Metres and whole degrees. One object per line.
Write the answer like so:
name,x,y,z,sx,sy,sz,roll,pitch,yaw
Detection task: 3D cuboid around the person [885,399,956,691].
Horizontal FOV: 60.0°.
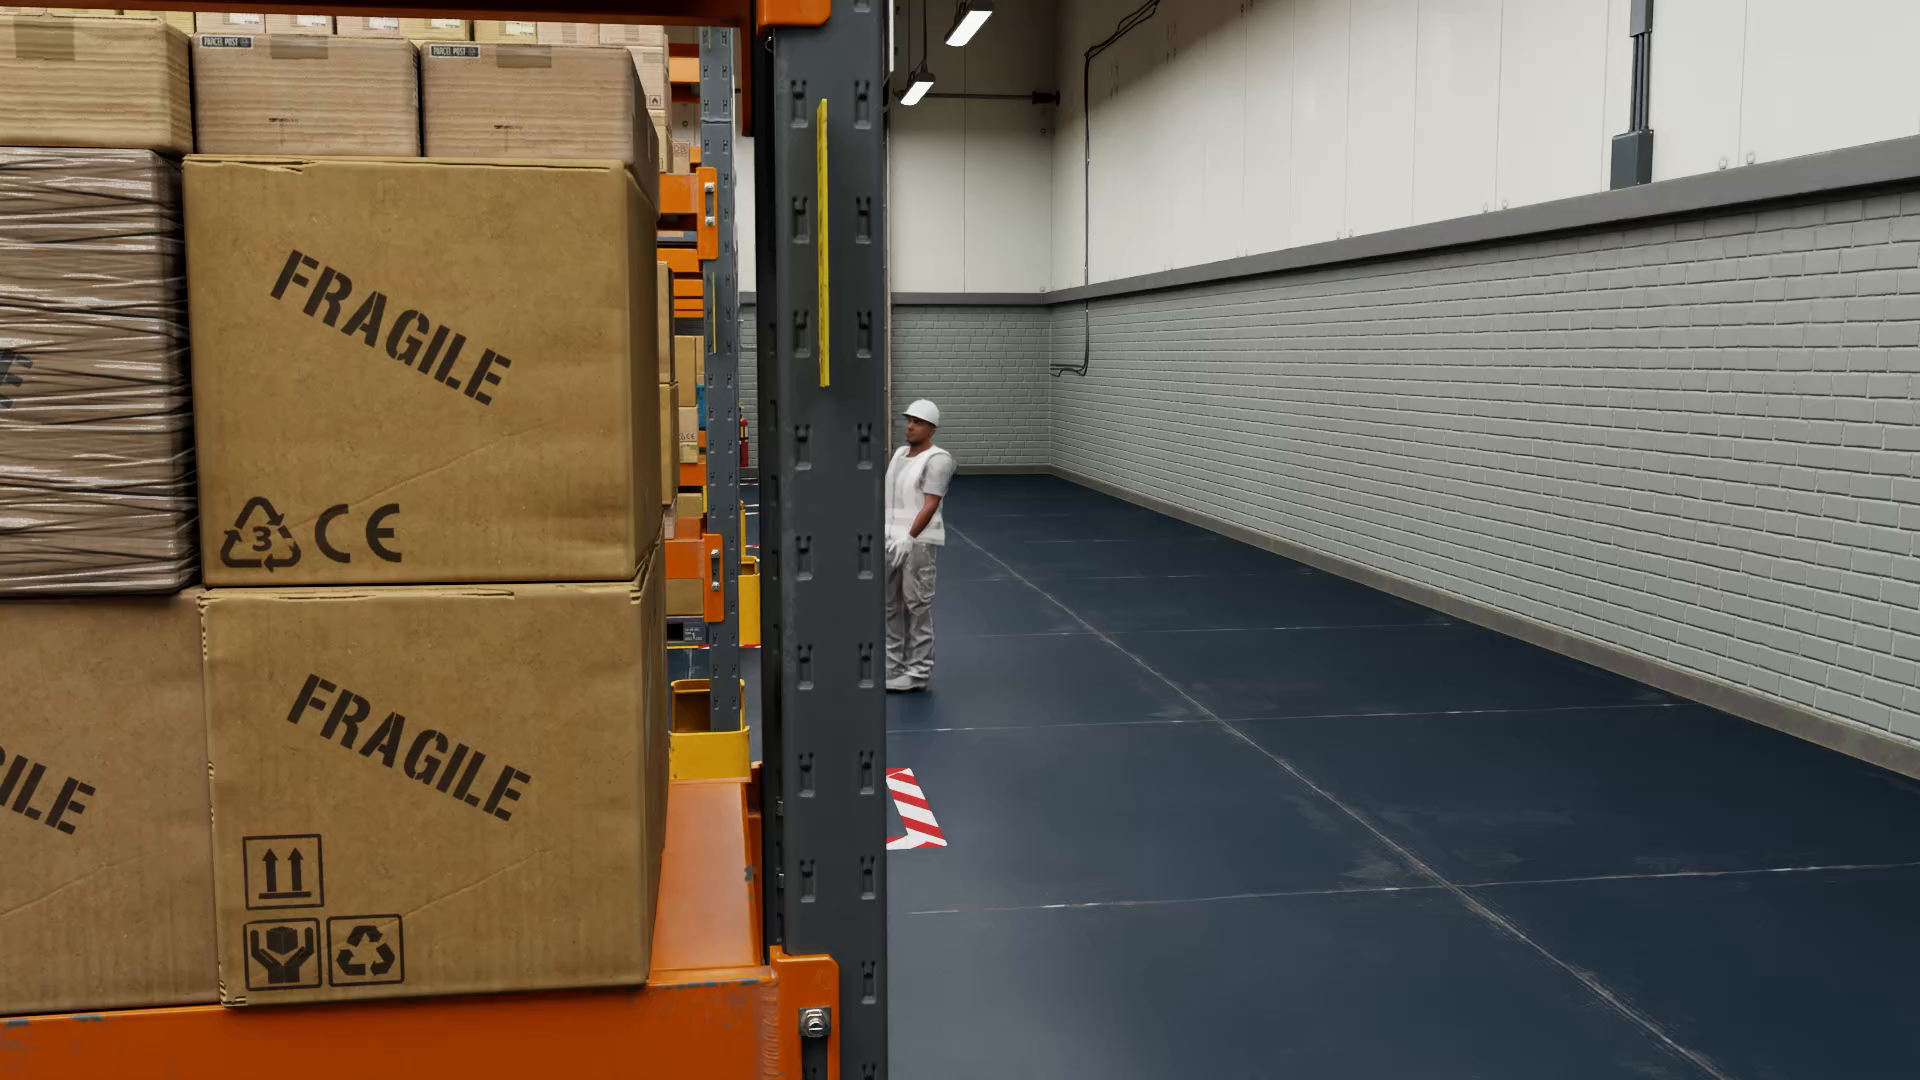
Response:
person,-0.341,0.032,10.243,0.481,1.791,0.576,-4,8,-34
